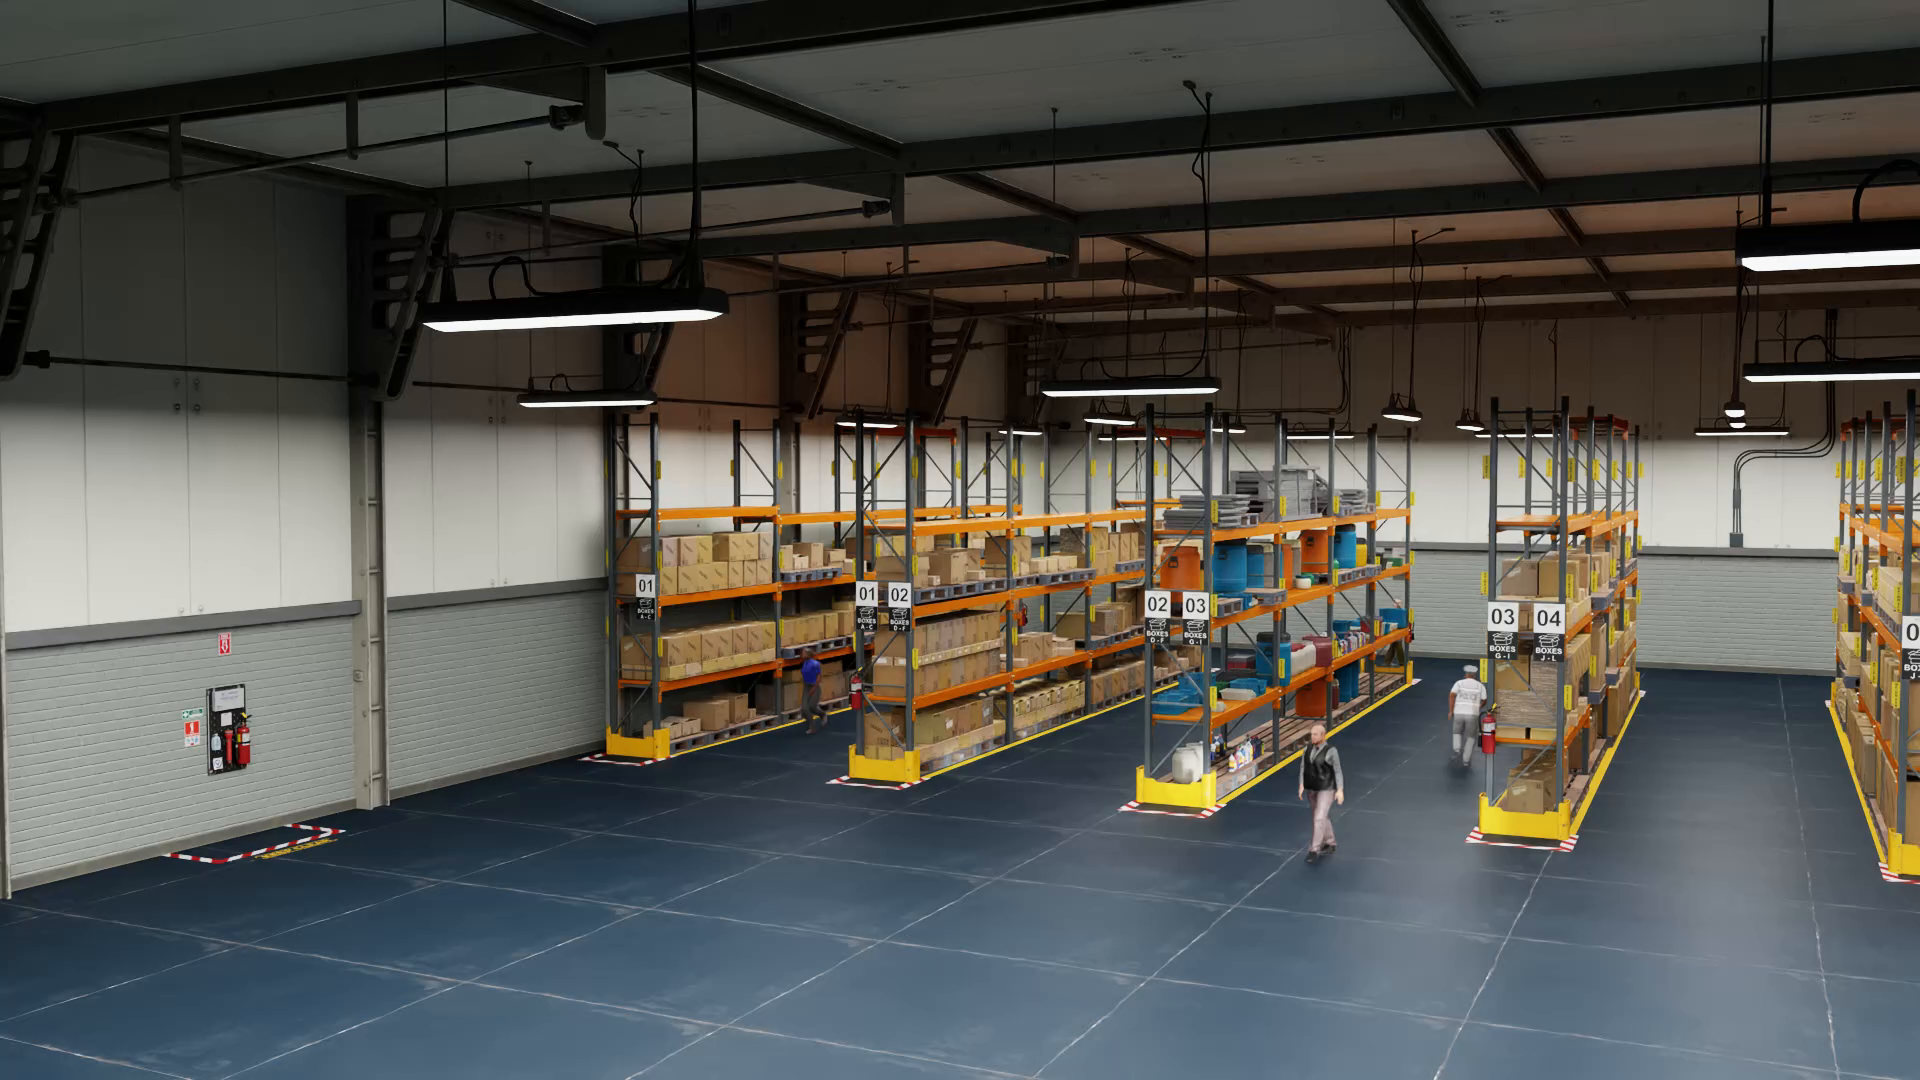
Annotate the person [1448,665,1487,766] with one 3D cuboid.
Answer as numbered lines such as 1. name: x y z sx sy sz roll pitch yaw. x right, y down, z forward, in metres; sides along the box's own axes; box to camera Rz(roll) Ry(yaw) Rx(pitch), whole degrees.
1. person: 8.658 2.982 28.362 0.620 1.662 0.767 1 3 27

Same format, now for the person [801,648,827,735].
1. person: -2.796 2.862 31.720 0.500 1.630 0.566 2 3 40

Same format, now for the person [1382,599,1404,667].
1. person: 11.020 2.362 41.829 0.595 1.774 0.850 -2 3 -42

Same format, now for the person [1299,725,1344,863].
1. person: 4.592 3.232 21.429 0.886 1.679 0.576 -2 3 -36
